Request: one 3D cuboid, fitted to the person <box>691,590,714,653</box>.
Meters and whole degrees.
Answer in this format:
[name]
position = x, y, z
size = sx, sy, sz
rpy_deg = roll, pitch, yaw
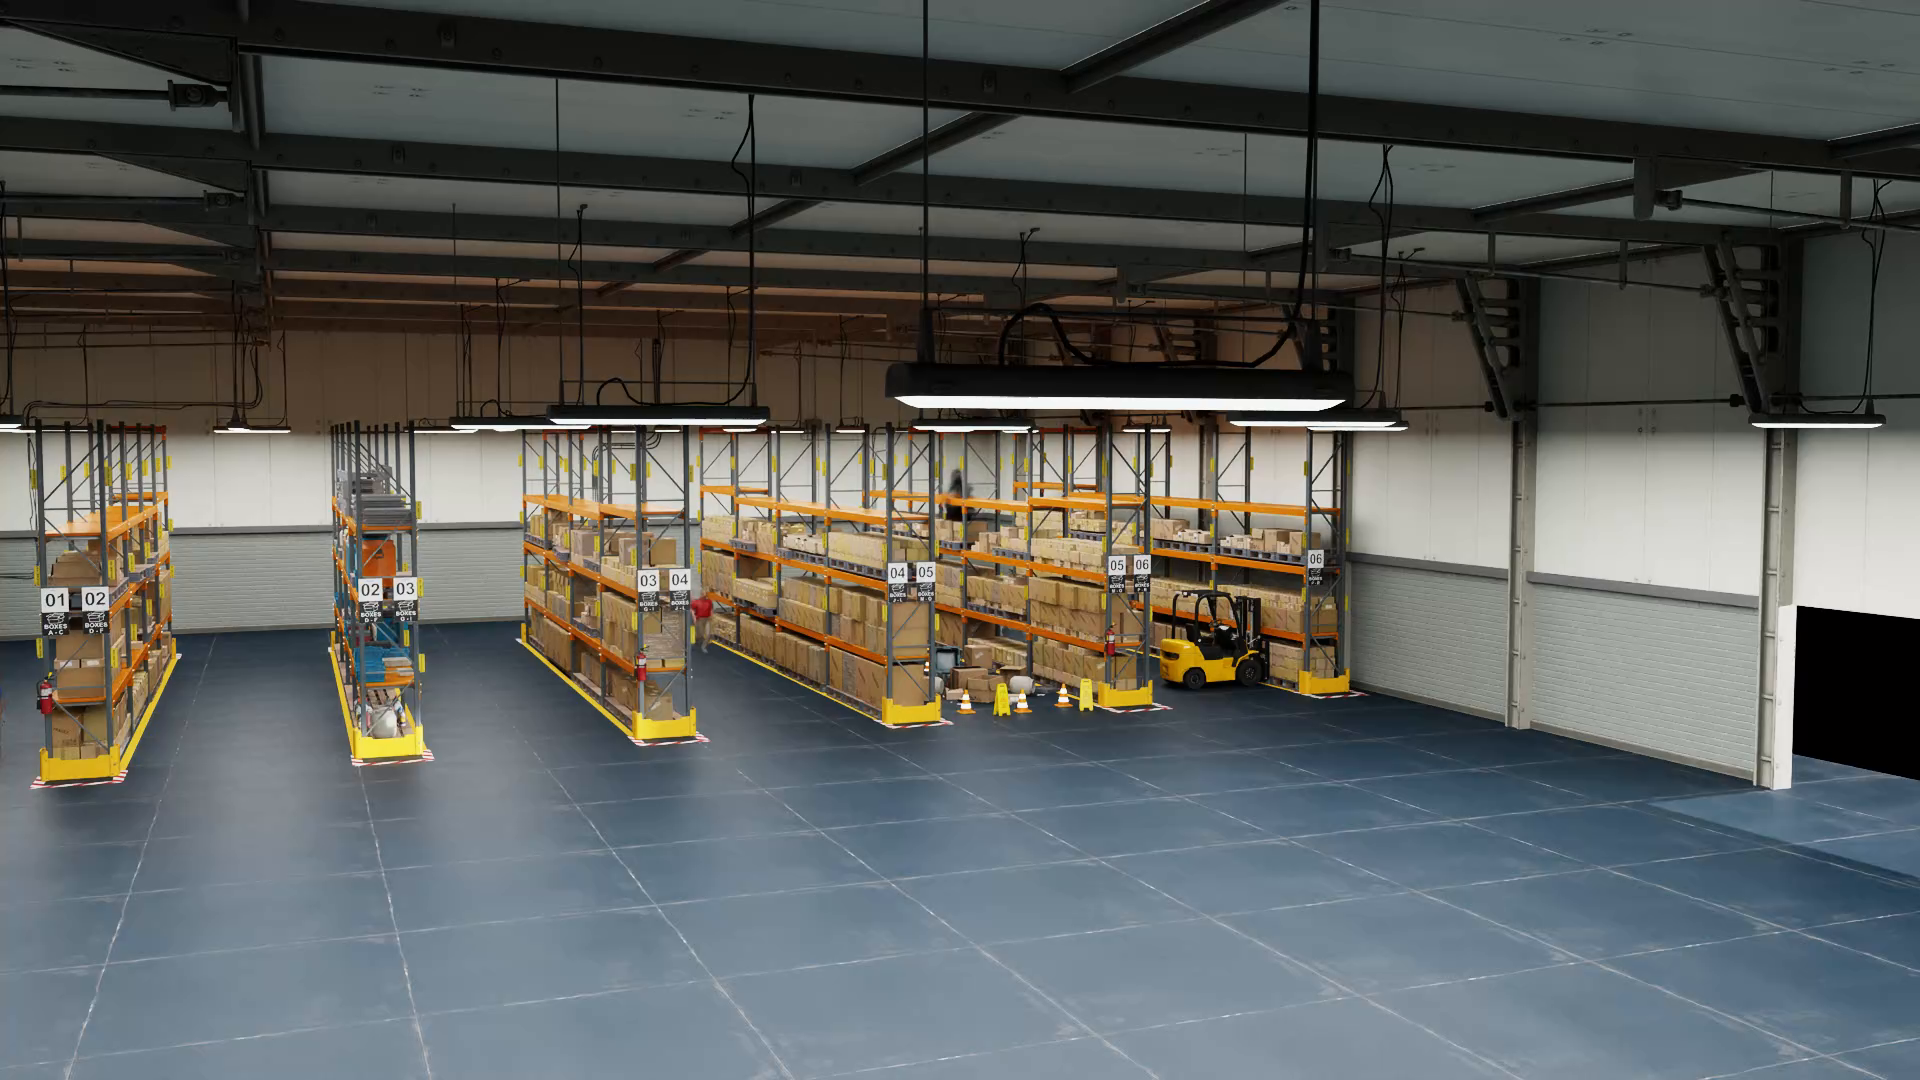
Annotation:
[person]
position = -6.795, 2.144, 43.960
size = 0.649, 1.668, 0.609
rpy_deg = -2, 4, -28
